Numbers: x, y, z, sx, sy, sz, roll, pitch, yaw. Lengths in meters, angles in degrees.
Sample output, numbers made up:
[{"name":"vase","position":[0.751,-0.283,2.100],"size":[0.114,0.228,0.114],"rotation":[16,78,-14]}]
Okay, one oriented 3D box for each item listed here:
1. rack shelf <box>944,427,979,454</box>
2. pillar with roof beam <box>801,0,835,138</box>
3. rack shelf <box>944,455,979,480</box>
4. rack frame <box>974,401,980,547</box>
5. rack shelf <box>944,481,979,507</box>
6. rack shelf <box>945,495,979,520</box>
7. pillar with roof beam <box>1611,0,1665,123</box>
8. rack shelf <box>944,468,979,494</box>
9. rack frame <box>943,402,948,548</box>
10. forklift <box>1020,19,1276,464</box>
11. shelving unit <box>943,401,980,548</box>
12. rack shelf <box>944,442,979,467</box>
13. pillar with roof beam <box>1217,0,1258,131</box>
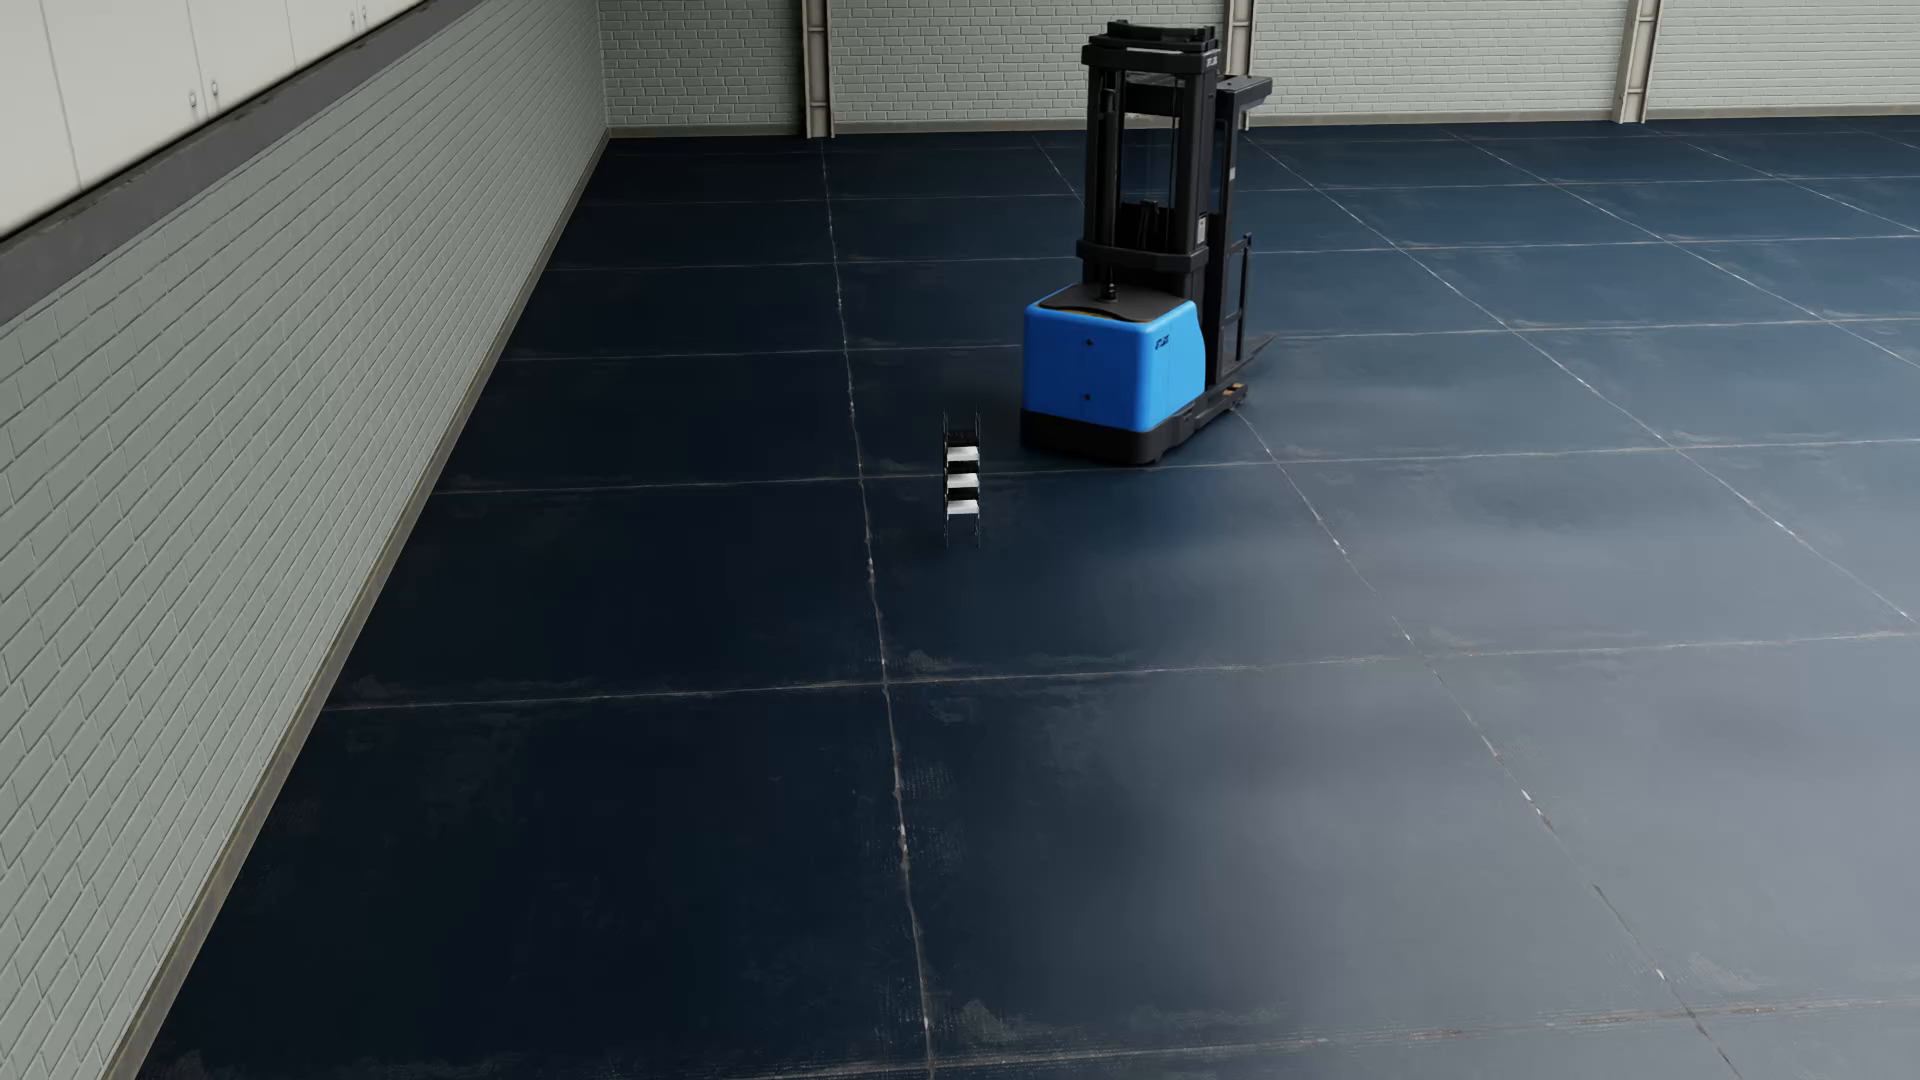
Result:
[{"name":"rack shelf","position":[0.008,-0.628,10.472],"size":[0.200,0.077,0.258],"rotation":[-2,24,-5]},{"name":"pillar with roof beam","position":[-1.568,-8.138,17.979],"size":[0.400,9.000,9.100],"rotation":[-2,24,-5]},{"name":"rack shelf","position":[0.008,-0.463,10.545],"size":[0.200,0.077,0.258],"rotation":[-2,24,-5]},{"name":"rack frame","position":[0.109,-0.416,10.577],"size":[0.006,0.900,0.240],"rotation":[-2,24,-5]},{"name":"rack shelf","position":[0.008,-0.299,10.618],"size":[0.200,0.077,0.258],"rotation":[-2,24,-5]},{"name":"rack shelf","position":[0.008,-0.217,10.655],"size":[0.200,0.077,0.258],"rotation":[-2,24,-5]},{"name":"pillar with roof beam","position":[10.374,-8.617,19.057],"size":[0.400,9.000,9.100],"rotation":[-2,24,-5]},{"name":"rack shelf","position":[0.008,-0.381,10.581],"size":[0.200,0.077,0.258],"rotation":[-2,24,-5]},{"name":"rack frame","position":[-0.093,-0.407,10.559],"size":[0.006,0.900,0.240],"rotation":[-2,24,-5]},{"name":"forklift","position":[1.628,-2.433,12.616],"size":[1.130,2.935,3.031],"rotation":[14,27,28]},{"name":"shelving unit","position":[0.008,-0.412,10.568],"size":[0.210,0.900,0.258],"rotation":[-2,24,-5]},{"name":"rack shelf","position":[0.008,-0.546,10.508],"size":[0.200,0.077,0.258],"rotation":[-2,24,-5]},{"name":"pillar with roof beam","position":[4.403,-8.377,18.518],"size":[0.400,9.000,9.100],"rotation":[-2,24,-5]}]
